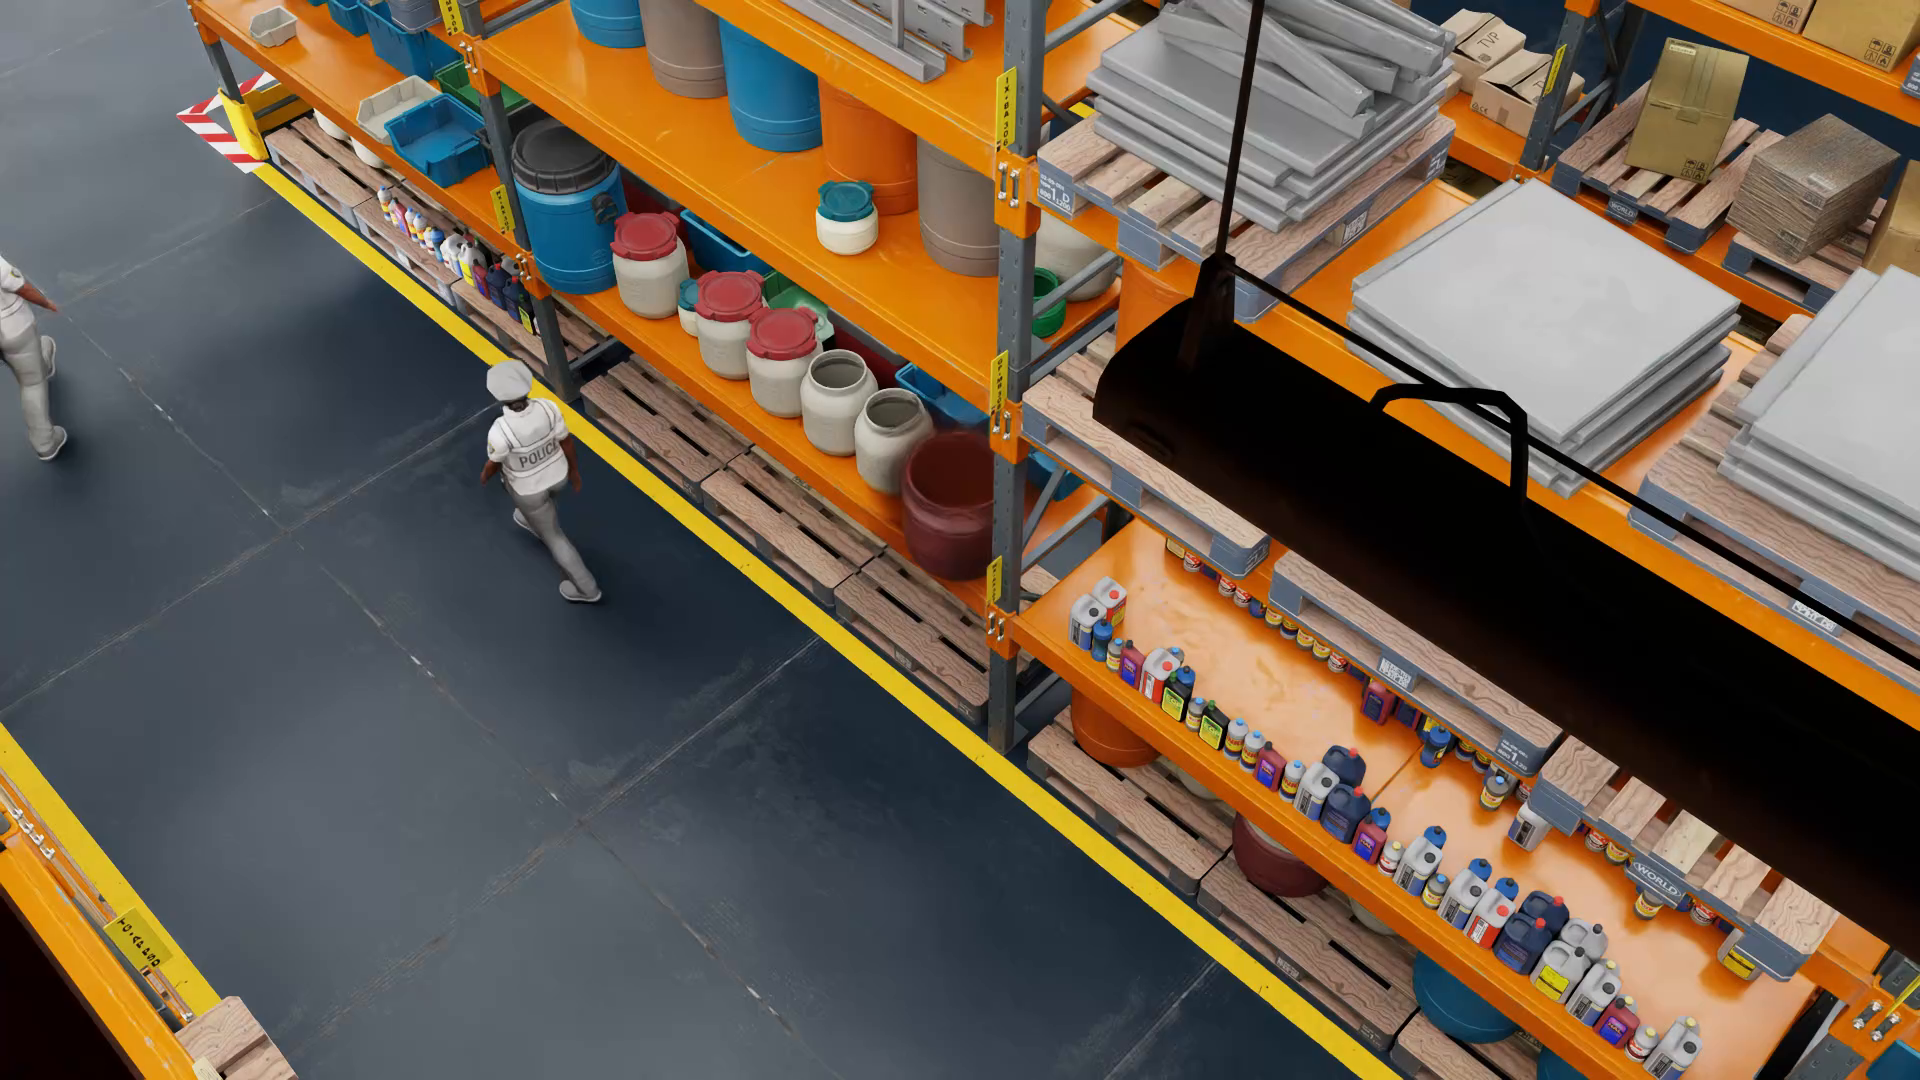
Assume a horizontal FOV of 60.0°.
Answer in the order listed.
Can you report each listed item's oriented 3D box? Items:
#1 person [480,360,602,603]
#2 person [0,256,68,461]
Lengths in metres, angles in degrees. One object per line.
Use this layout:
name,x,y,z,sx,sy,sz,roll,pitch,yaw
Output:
person,-2.485,-0.399,9.629,0.947,1.627,0.471,35,58,26
person,-6.015,-1.434,10.465,0.565,1.687,1.087,-1,50,-1
